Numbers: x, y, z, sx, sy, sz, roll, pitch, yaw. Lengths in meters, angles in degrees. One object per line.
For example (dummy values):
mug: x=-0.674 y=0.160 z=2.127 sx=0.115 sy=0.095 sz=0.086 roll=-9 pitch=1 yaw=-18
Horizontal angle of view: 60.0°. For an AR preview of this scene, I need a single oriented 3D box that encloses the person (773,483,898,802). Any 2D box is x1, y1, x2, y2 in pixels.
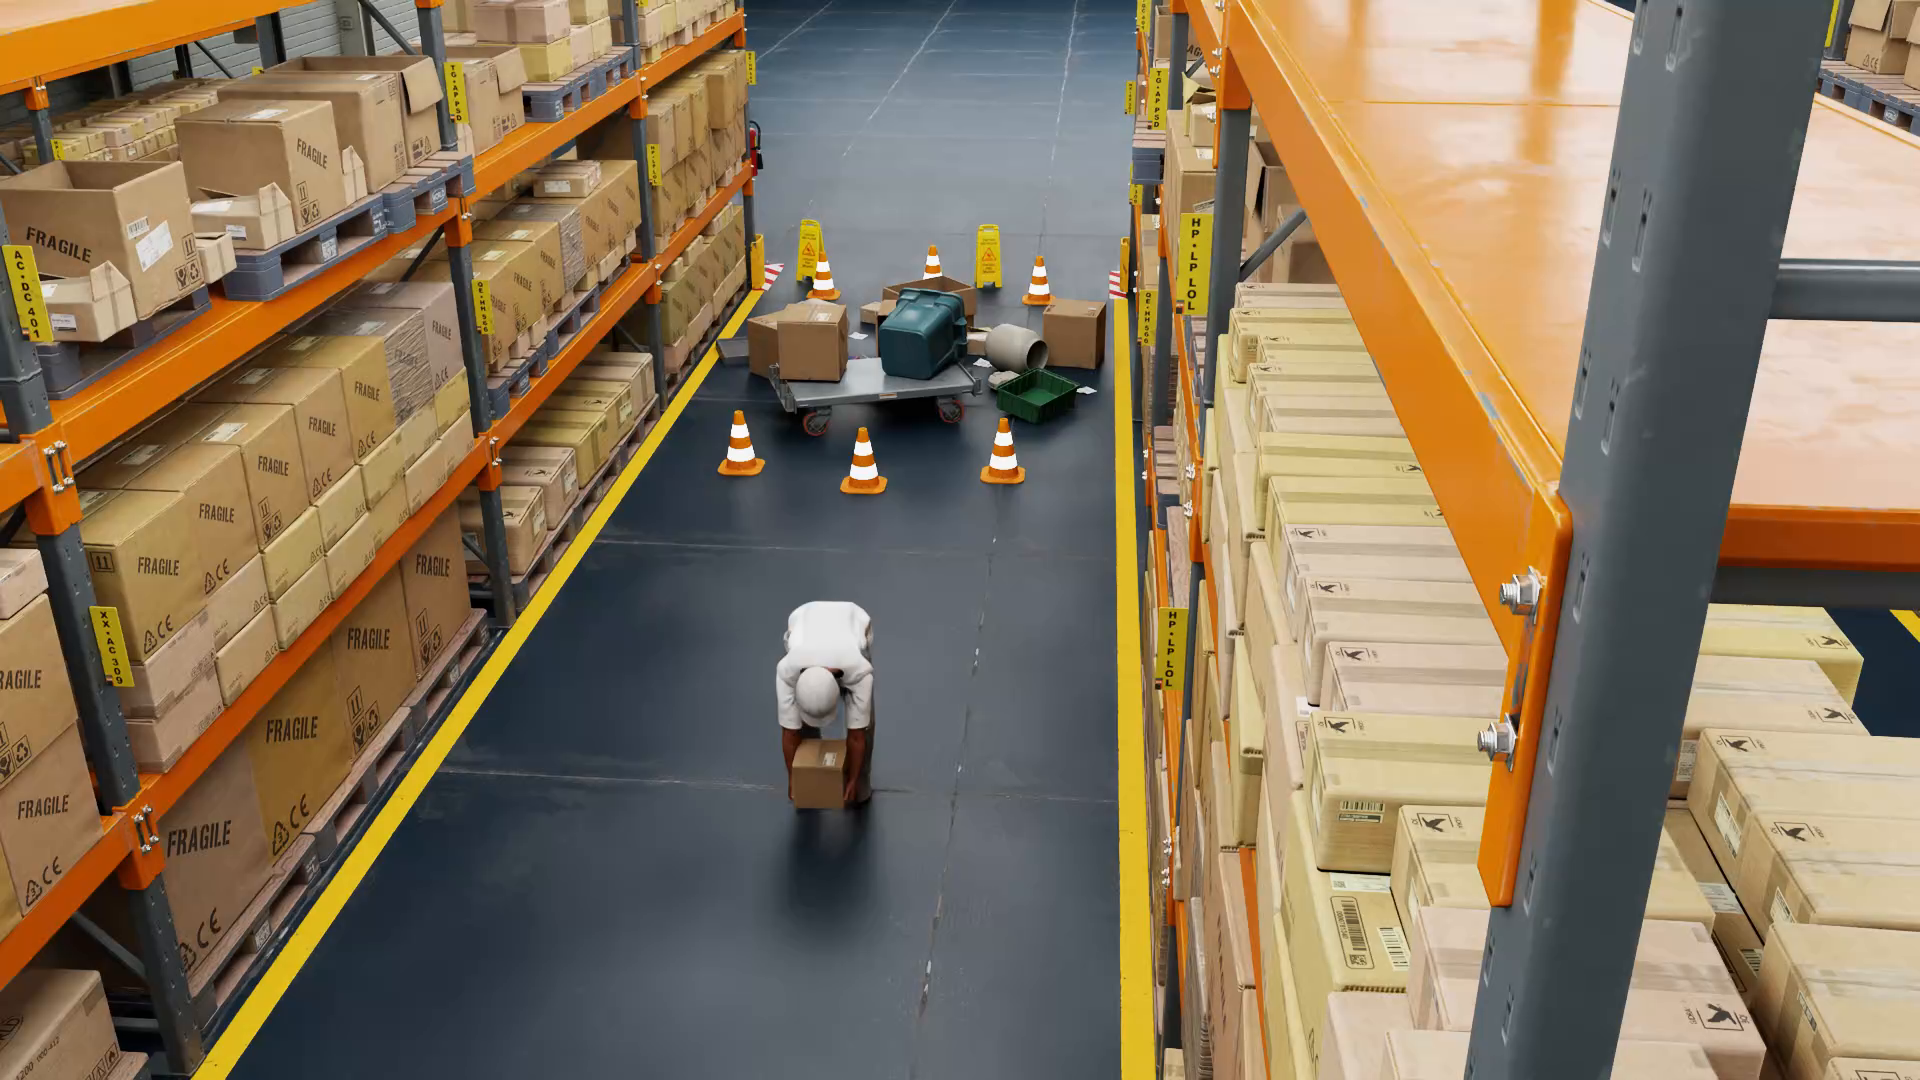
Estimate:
person: x=-0.632 y=0.510 z=8.457 sx=0.634 sy=1.759 sz=0.460 roll=0 pitch=24 yaw=1
